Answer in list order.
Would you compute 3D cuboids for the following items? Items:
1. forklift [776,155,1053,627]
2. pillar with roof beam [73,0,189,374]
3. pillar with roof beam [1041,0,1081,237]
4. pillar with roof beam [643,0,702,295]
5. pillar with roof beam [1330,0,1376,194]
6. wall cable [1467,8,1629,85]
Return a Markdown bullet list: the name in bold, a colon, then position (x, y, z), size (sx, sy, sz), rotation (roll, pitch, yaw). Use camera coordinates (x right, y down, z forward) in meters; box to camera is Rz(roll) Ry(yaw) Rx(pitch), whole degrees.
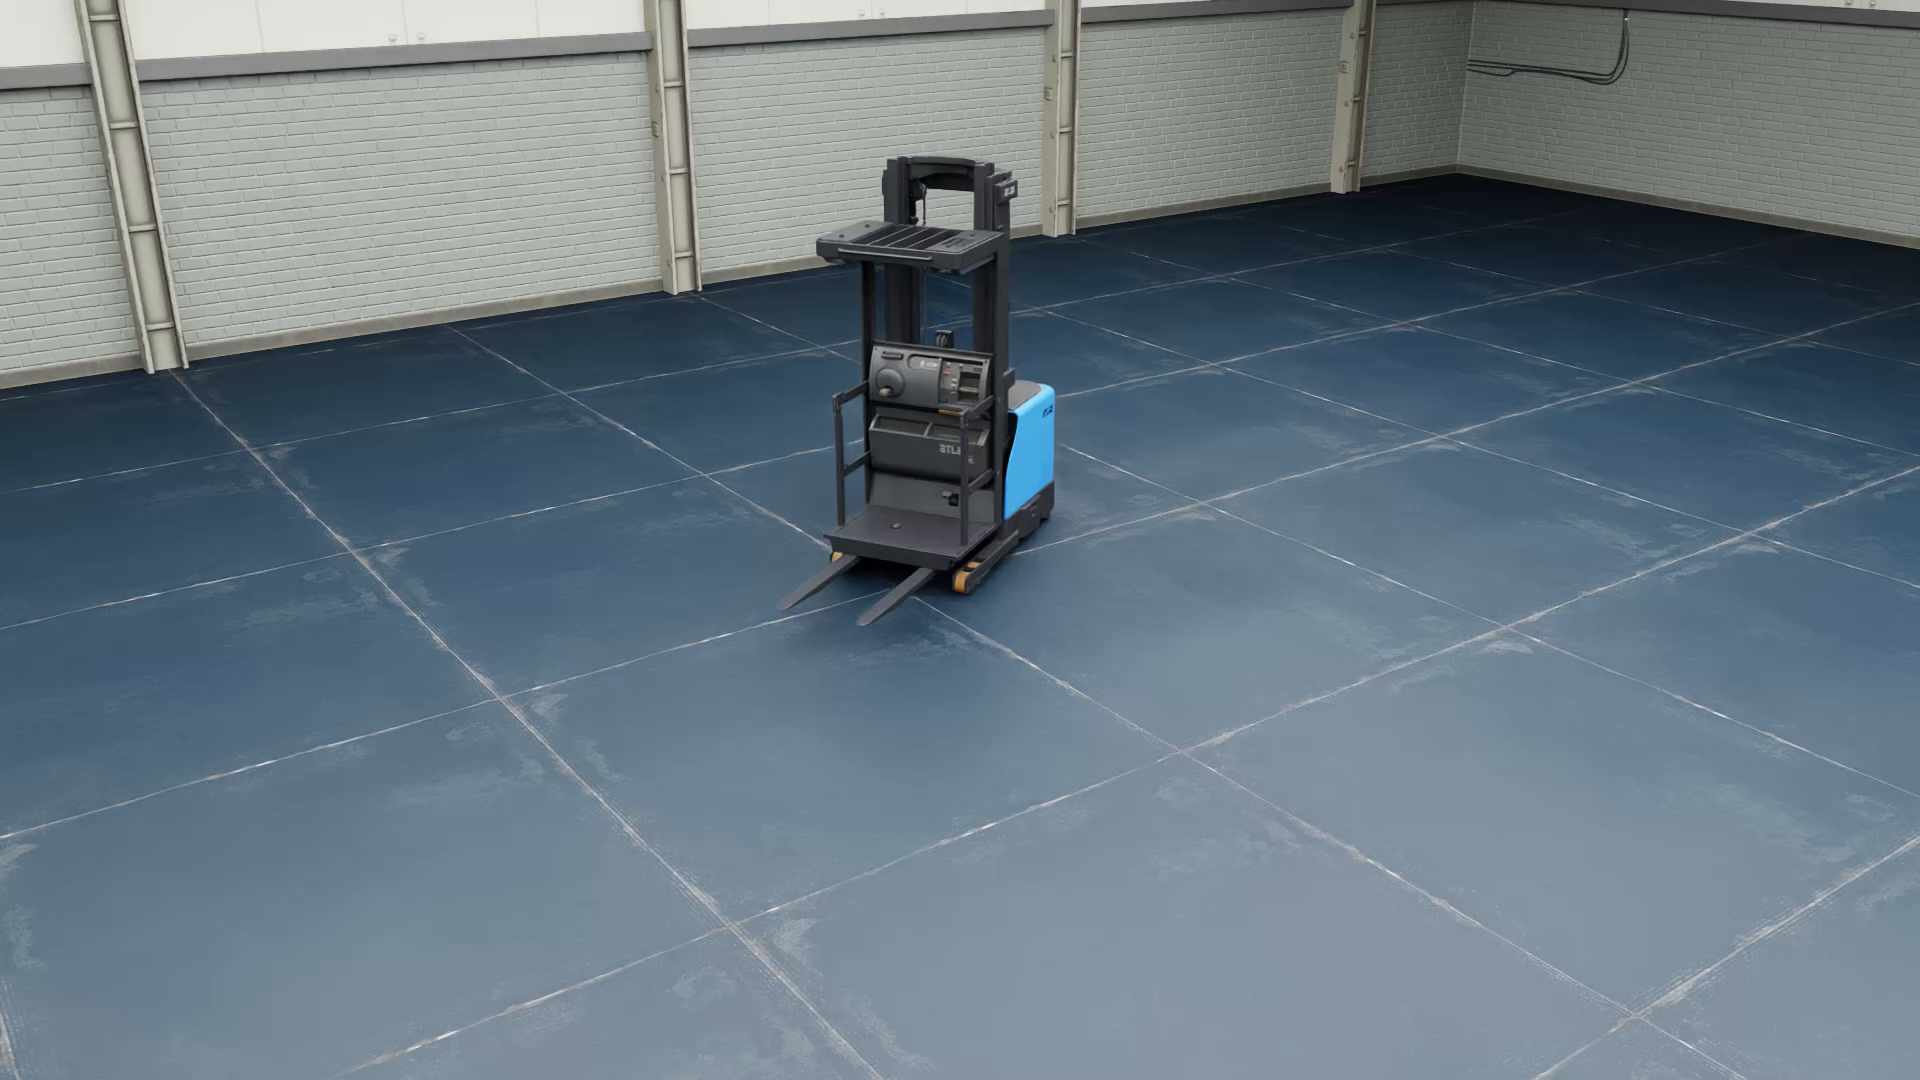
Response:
- **forklift**: position (-0.314, -1.155, 11.836), size (1.121, 2.935, 3.031), rotation (10, 24, 22)
- **pillar with roof beam**: position (-5.812, -4.695, 12.520), size (0.400, 9.000, 9.100), rotation (-15, 26, -33)
- **pillar with roof beam**: position (3.929, -7.292, 19.029), size (0.400, 9.000, 9.100), rotation (-15, 26, -33)
- **pillar with roof beam**: position (-0.941, -5.993, 15.774), size (0.400, 9.000, 9.100), rotation (-15, 26, -33)
- **pillar with roof beam**: position (8.799, -8.591, 22.283), size (0.400, 9.000, 9.100), rotation (-15, 26, -33)
- **wall cable**: position (9.449, -8.684, 26.706), size (0.112, 2.526, 3.097), rotation (-15, 26, -33)
